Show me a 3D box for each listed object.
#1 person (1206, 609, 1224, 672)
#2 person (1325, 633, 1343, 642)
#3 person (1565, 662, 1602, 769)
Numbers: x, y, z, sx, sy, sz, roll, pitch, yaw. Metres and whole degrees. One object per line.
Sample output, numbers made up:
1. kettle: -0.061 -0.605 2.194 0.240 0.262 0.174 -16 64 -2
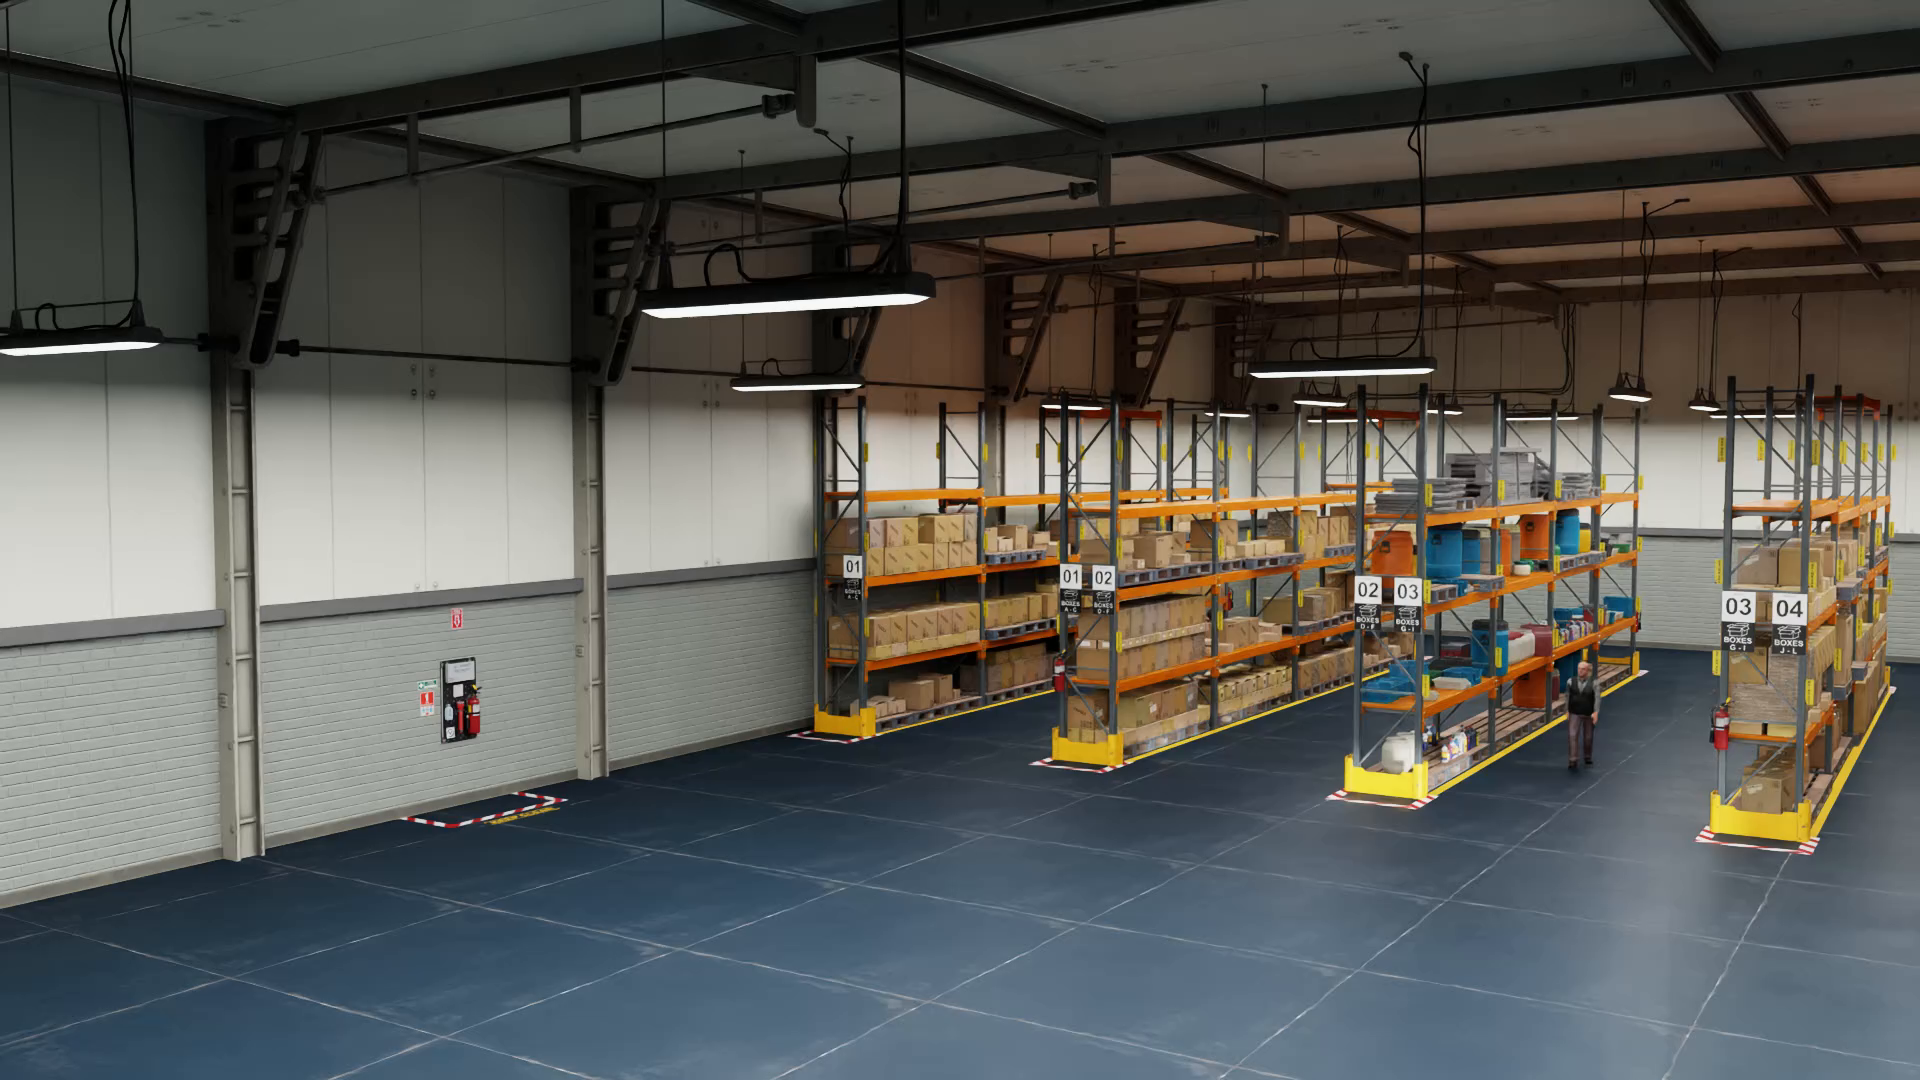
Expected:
1. person: 5.377 2.315 35.360 0.514 1.669 0.493 1 3 25
2. person: 9.384 1.988 41.732 0.469 1.610 1.058 2 3 29
3. person: 9.850 2.764 26.309 0.559 1.665 1.012 1 3 25
